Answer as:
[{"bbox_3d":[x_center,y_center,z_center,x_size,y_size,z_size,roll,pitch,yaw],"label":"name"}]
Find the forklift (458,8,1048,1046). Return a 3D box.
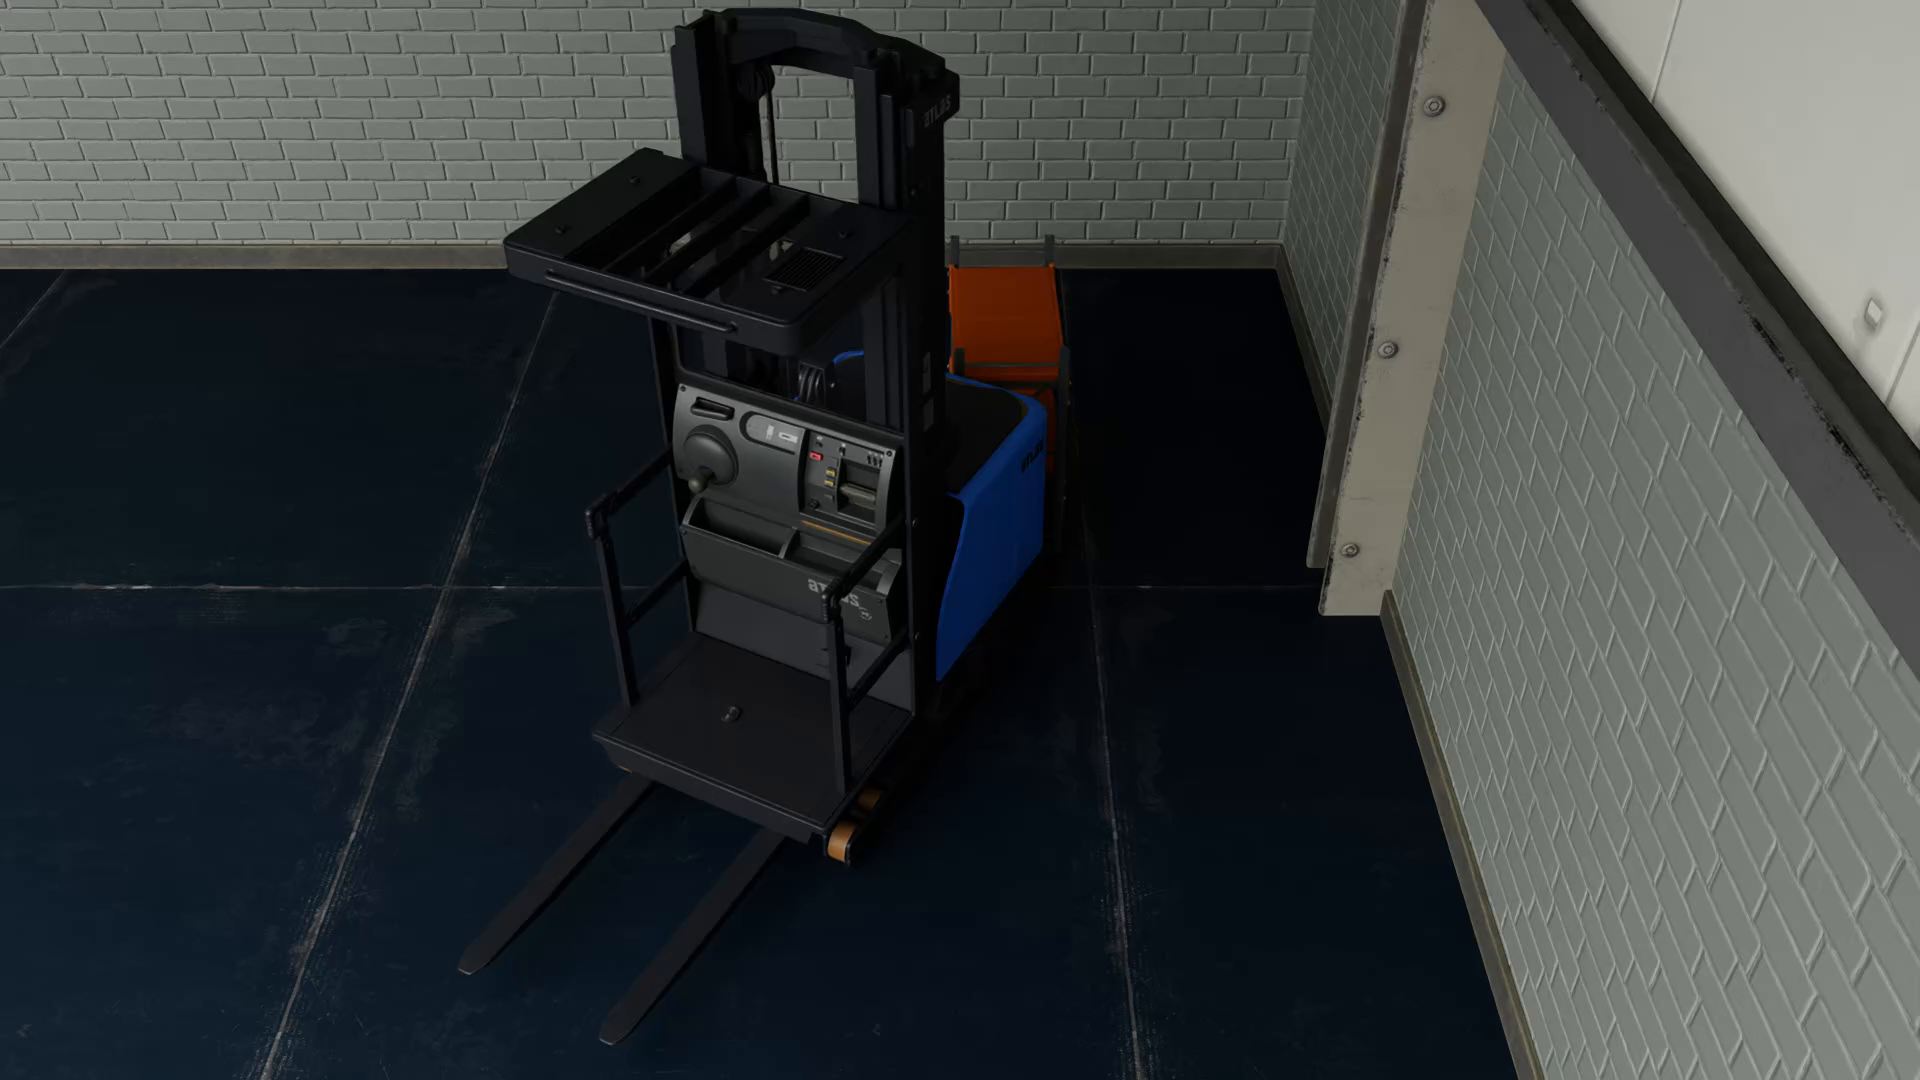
[{"bbox_3d":[-0.747,-0.220,5.926,1.130,2.935,3.031,18,42,21],"label":"forklift"}]

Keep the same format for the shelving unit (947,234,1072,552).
[{"bbox_3d":[0.215,-0.708,7.979,0.538,1.125,1.048,-1,39,-1],"label":"shelving unit"}]

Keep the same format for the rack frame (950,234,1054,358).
[{"bbox_3d":[0.203,-1.026,8.376,0.500,1.125,0.032,-1,39,-1],"label":"rack frame"}]

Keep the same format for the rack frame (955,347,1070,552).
[{"bbox_3d":[0.227,-0.390,7.583,0.500,1.125,0.032,-1,39,-1],"label":"rack frame"}]

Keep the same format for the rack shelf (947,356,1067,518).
[{"bbox_3d":[0.215,-0.517,8.132,0.538,0.278,1.000,-1,39,-1],"label":"rack shelf"}]

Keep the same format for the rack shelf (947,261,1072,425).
[{"bbox_3d":[0.215,-0.936,7.796,0.538,0.278,1.000,-1,39,-1],"label":"rack shelf"}]

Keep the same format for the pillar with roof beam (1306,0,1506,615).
[{"bbox_3d":[-2.513,-3.291,4.906,9.100,9.000,0.400,0,39,0],"label":"pillar with roof beam"}]
